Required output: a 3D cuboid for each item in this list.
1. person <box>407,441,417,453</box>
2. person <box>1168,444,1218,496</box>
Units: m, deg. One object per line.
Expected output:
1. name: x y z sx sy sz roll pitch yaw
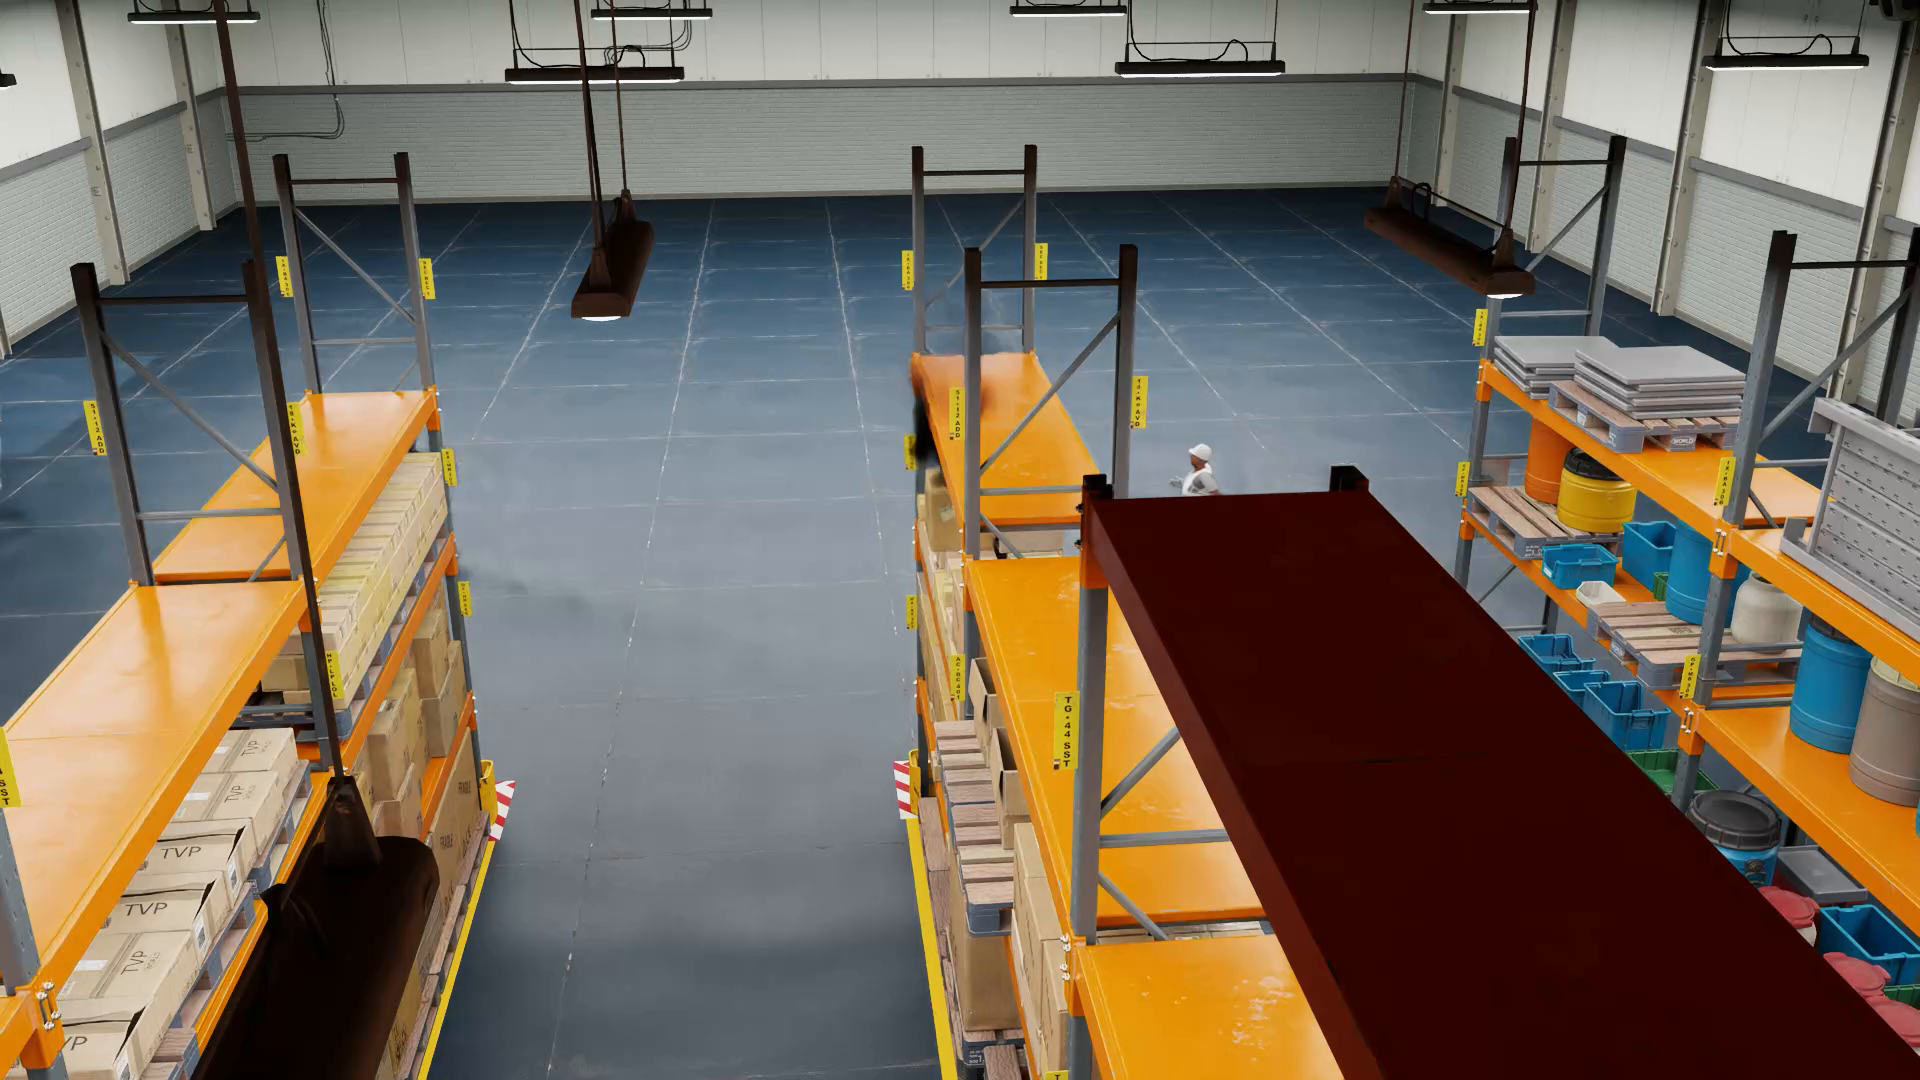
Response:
1. person: -6.773 -0.495 20.678 0.851 1.650 0.579 10 24 23
2. person: 2.821 -0.277 19.870 0.824 1.823 0.664 7 23 16
